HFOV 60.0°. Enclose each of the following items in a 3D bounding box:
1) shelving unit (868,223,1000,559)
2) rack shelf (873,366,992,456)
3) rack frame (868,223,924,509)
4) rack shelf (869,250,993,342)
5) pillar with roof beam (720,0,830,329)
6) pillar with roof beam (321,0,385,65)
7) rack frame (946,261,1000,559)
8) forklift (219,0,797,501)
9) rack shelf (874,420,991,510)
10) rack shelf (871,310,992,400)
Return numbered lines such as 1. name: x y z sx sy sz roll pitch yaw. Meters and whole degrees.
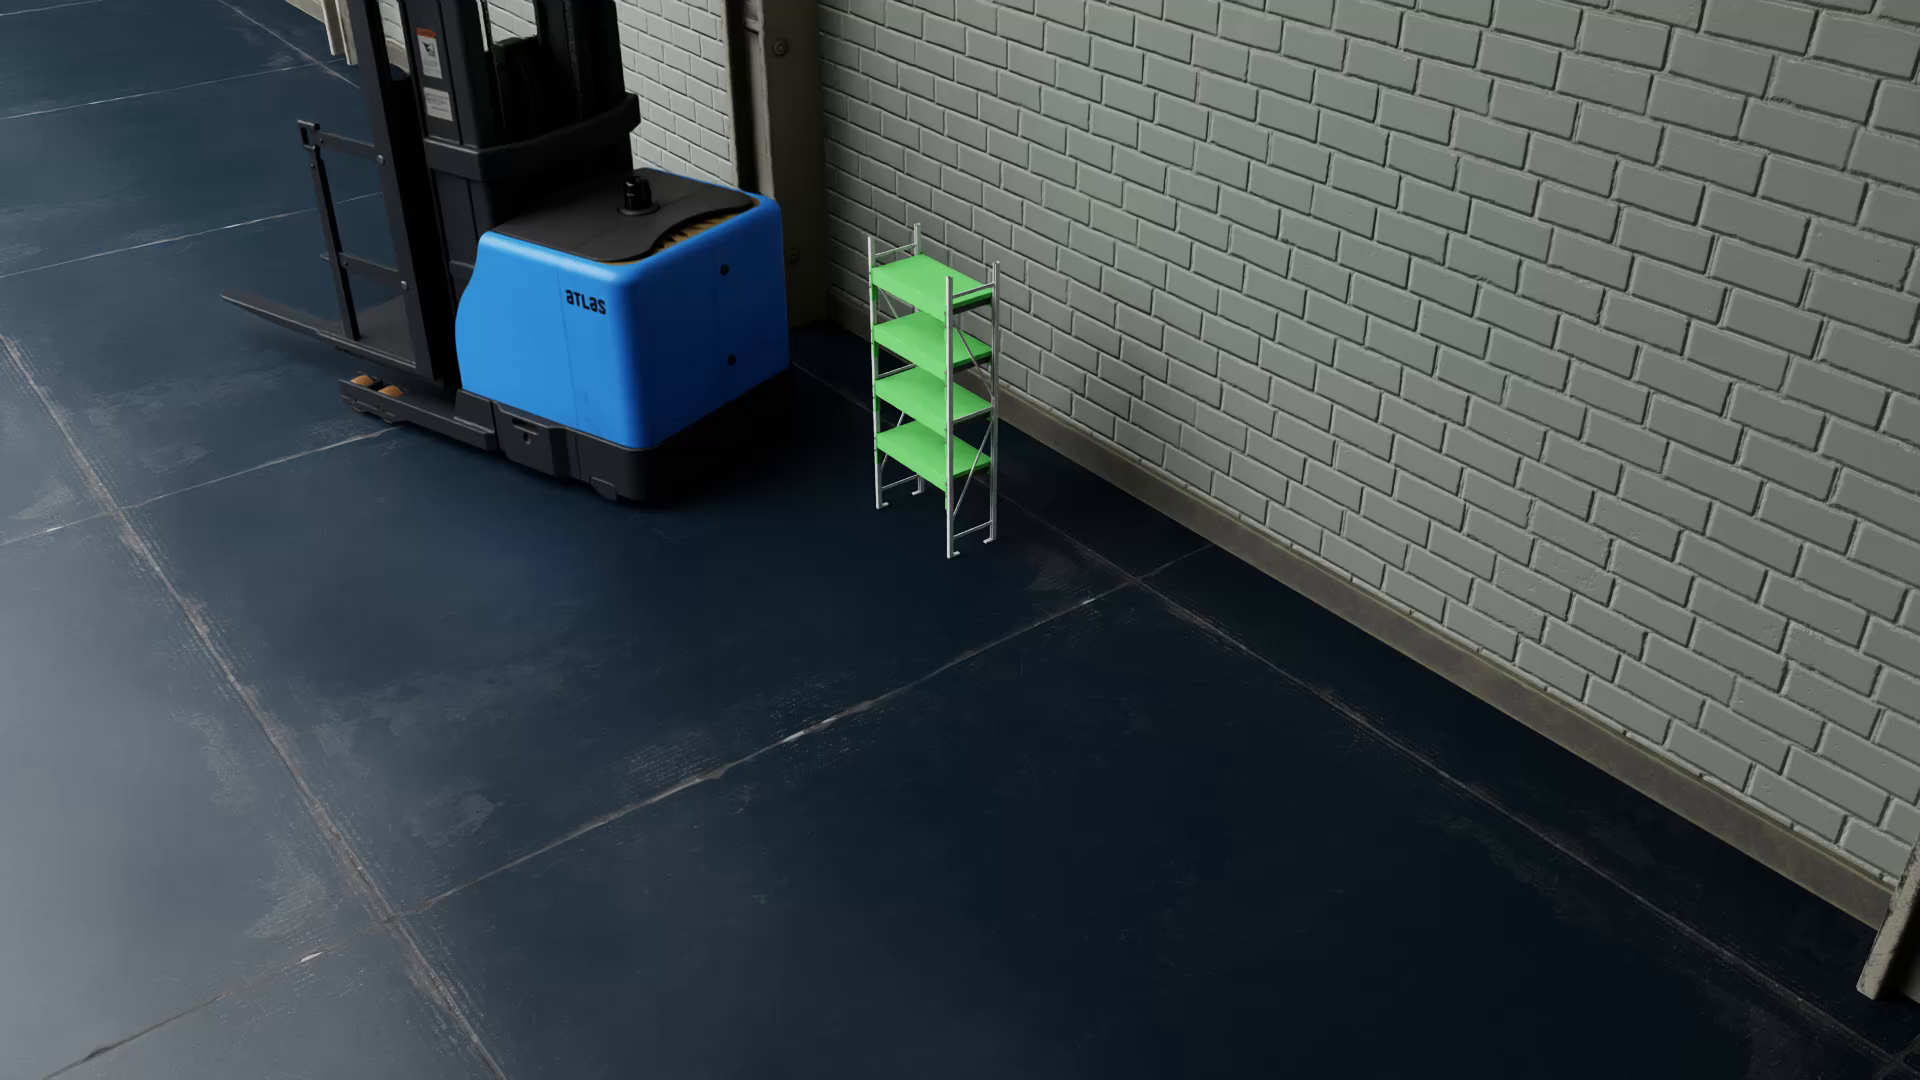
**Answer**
1. shelving unit: -0.102 -0.579 6.545 0.258 1.200 0.503 -22 38 -31
2. rack shelf: -0.102 -0.524 6.578 0.258 0.148 0.480 -22 38 -31
3. rack frame: -0.251 -0.680 6.708 0.240 1.200 0.015 -22 38 -31
4. rack shelf: -0.102 -0.932 6.325 0.258 0.148 0.480 -22 38 -31
5. pillar with roof beam: -4.304 -3.628 4.062 9.100 9.000 0.400 -22 38 -31
6. pillar with roof beam: -7.983 -6.129 8.088 9.100 9.000 0.400 -22 38 -31
7. rack frame: 0.048 -0.477 6.381 0.240 1.200 0.015 -22 38 -31
8. forklift: -2.256 -1.993 7.181 3.031 2.935 1.130 19 37 28
9. rack shelf: -0.102 -0.321 6.705 0.258 0.148 0.480 -22 38 -31
10. rack shelf: -0.102 -0.728 6.452 0.258 0.148 0.480 -22 38 -31
